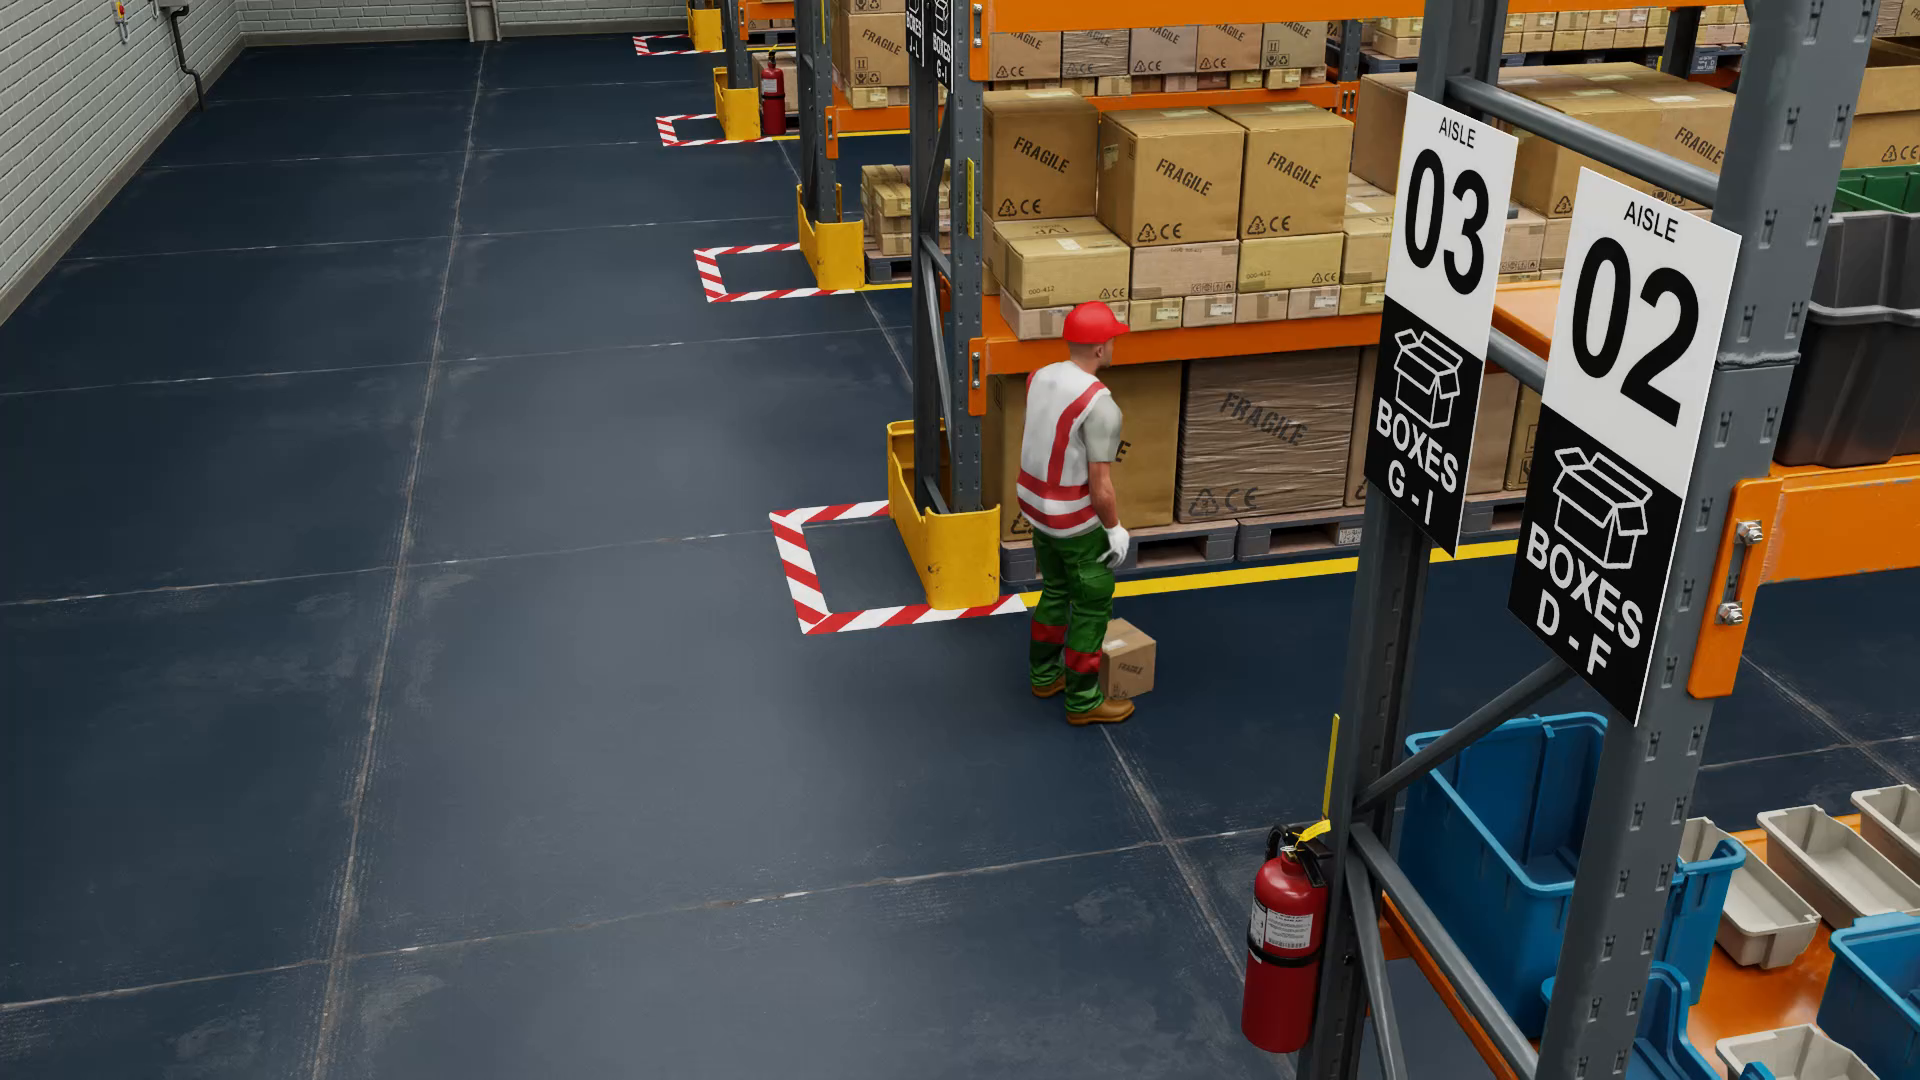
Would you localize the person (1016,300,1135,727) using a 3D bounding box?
[{"bbox_3d":[0.478,-0.103,6.805,0.447,1.778,0.581,-15,30,-27],"label":"person"}]
